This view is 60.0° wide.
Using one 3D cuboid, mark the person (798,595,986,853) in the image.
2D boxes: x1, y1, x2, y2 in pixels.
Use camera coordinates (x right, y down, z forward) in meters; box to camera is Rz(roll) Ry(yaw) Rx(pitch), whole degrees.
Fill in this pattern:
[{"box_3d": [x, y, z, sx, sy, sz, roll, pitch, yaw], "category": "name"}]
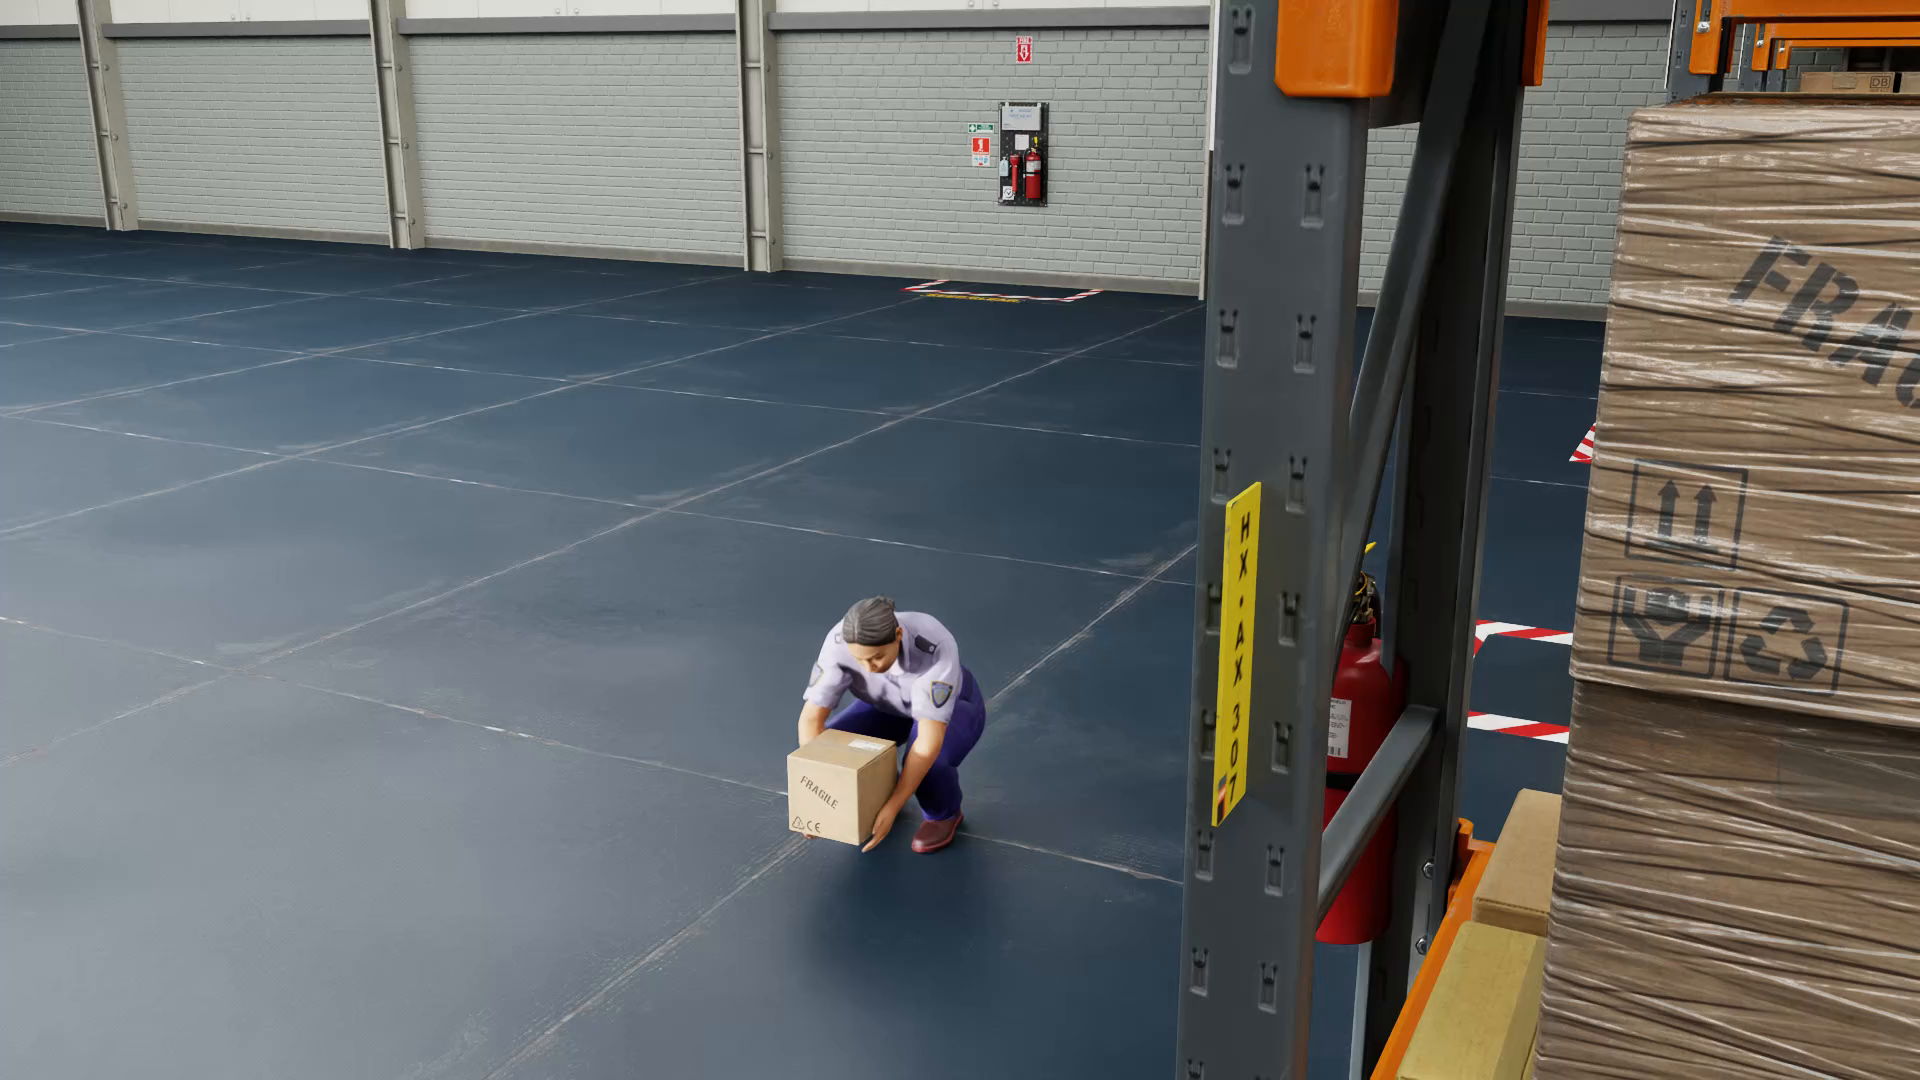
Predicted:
[{"box_3d": [-0.214, 0.561, 5.434, 0.533, 0.924, 0.824, 8, 18, 26], "category": "person"}]
